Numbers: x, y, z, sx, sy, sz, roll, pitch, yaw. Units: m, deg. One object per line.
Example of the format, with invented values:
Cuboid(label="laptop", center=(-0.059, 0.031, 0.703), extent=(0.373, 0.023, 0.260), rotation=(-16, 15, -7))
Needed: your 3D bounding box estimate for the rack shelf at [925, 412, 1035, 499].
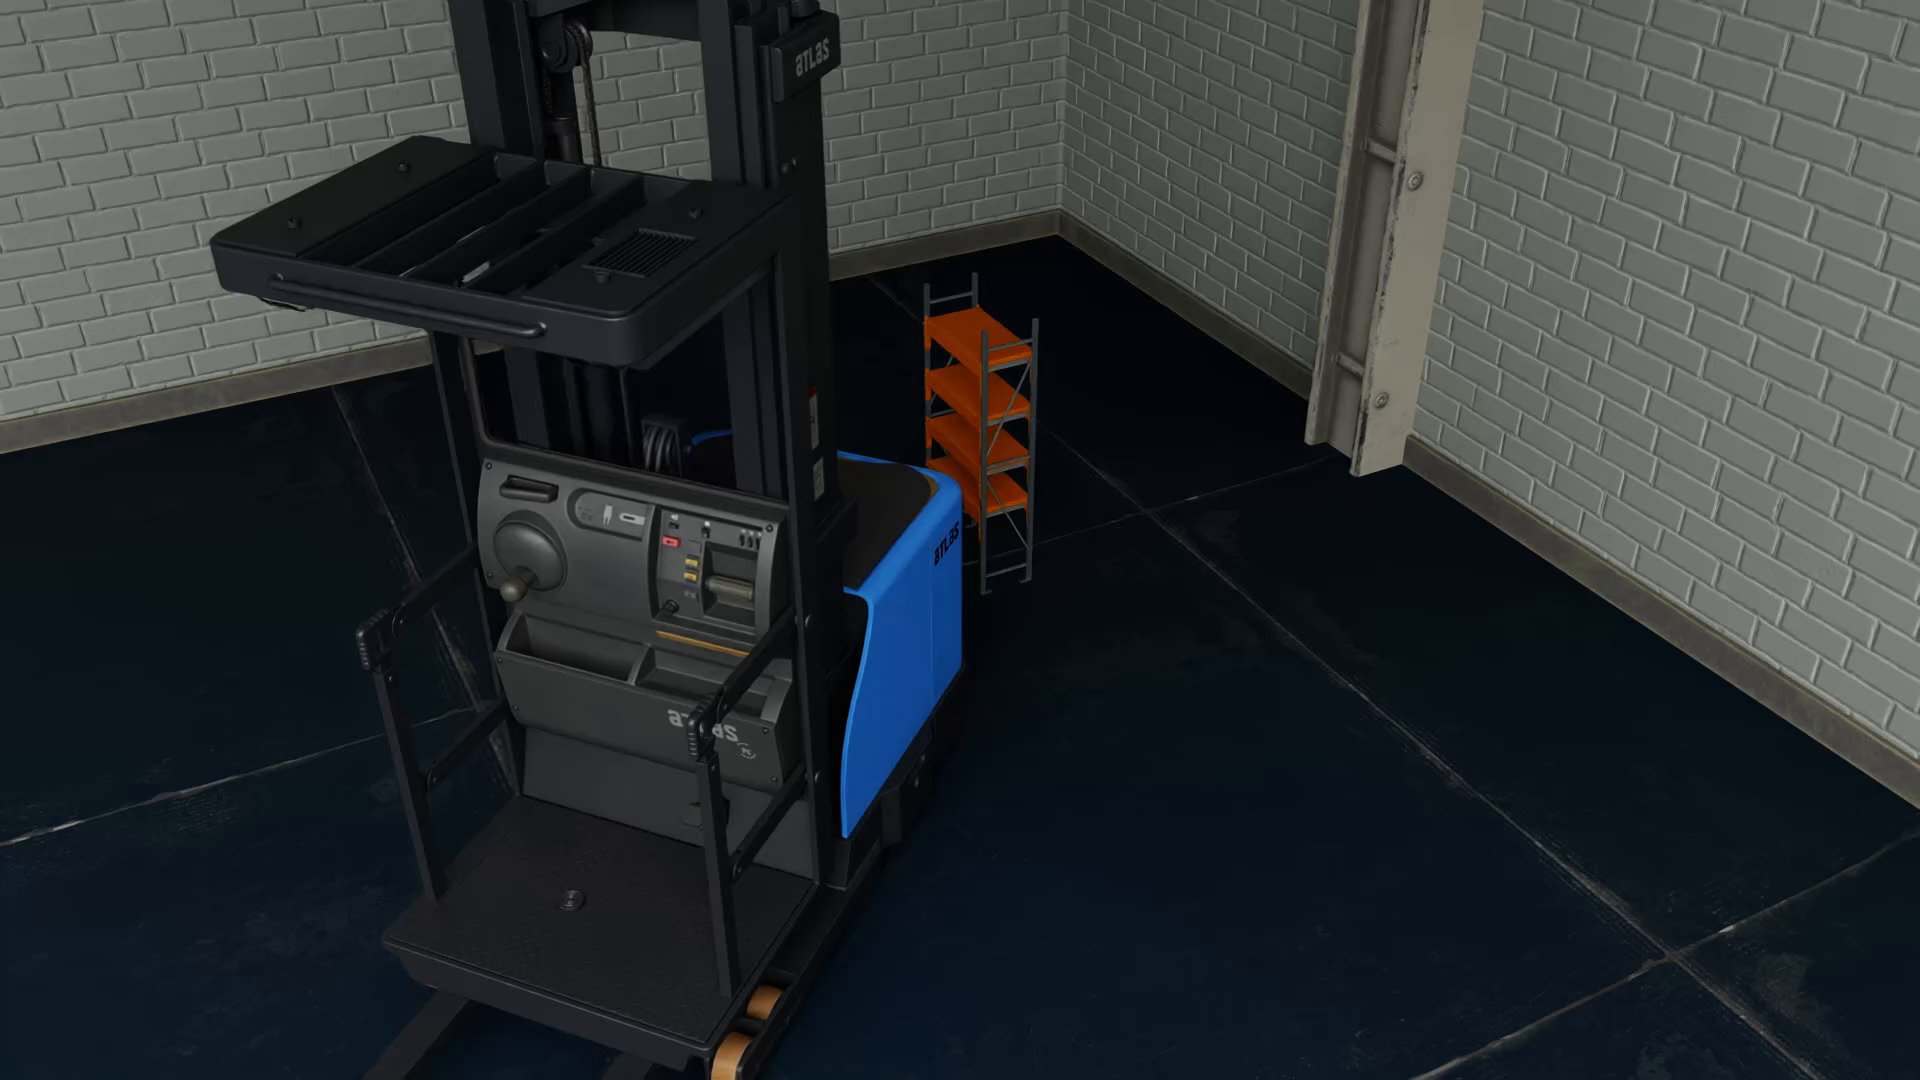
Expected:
Cuboid(label="rack shelf", center=(0.077, -0.370, 6.839), extent=(0.258, 0.148, 0.480), rotation=(-16, 36, -23))

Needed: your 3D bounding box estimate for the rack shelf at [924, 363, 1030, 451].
Cuboid(label="rack shelf", center=(0.077, -0.558, 6.719), extent=(0.258, 0.148, 0.480), rotation=(-16, 36, -23))

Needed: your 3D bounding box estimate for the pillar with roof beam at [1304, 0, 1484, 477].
Cuboid(label="pillar with roof beam", center=(-1.930, -3.129, 3.793), extent=(9.100, 9.000, 0.400), rotation=(-16, 36, -23))

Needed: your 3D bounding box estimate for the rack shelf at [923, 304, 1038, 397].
Cuboid(label="rack shelf", center=(0.077, -0.757, 6.591), extent=(0.258, 0.148, 0.480), rotation=(-16, 36, -23))

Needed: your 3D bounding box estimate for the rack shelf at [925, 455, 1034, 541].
Cuboid(label="rack shelf", center=(0.077, -0.202, 6.946), extent=(0.258, 0.148, 0.480), rotation=(-16, 36, -23))

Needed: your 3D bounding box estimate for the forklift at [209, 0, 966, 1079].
Cuboid(label="forklift", center=(-0.997, 0.089, 4.395), extent=(1.130, 2.935, 3.031), rotation=(12, 35, 18))

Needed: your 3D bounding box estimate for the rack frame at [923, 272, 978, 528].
Cuboid(label="rack frame", center=(-0.037, -0.543, 6.985), extent=(0.240, 1.200, 0.015), rotation=(-16, 36, -23))

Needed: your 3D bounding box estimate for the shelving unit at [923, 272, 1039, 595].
Cuboid(label="shelving unit", center=(0.077, -0.426, 6.803), extent=(0.258, 1.200, 0.503), rotation=(-16, 36, -23))

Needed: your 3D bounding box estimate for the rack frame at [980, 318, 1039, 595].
Cuboid(label="rack frame", center=(0.191, -0.310, 6.621), extent=(0.240, 1.200, 0.015), rotation=(-16, 36, -23))
